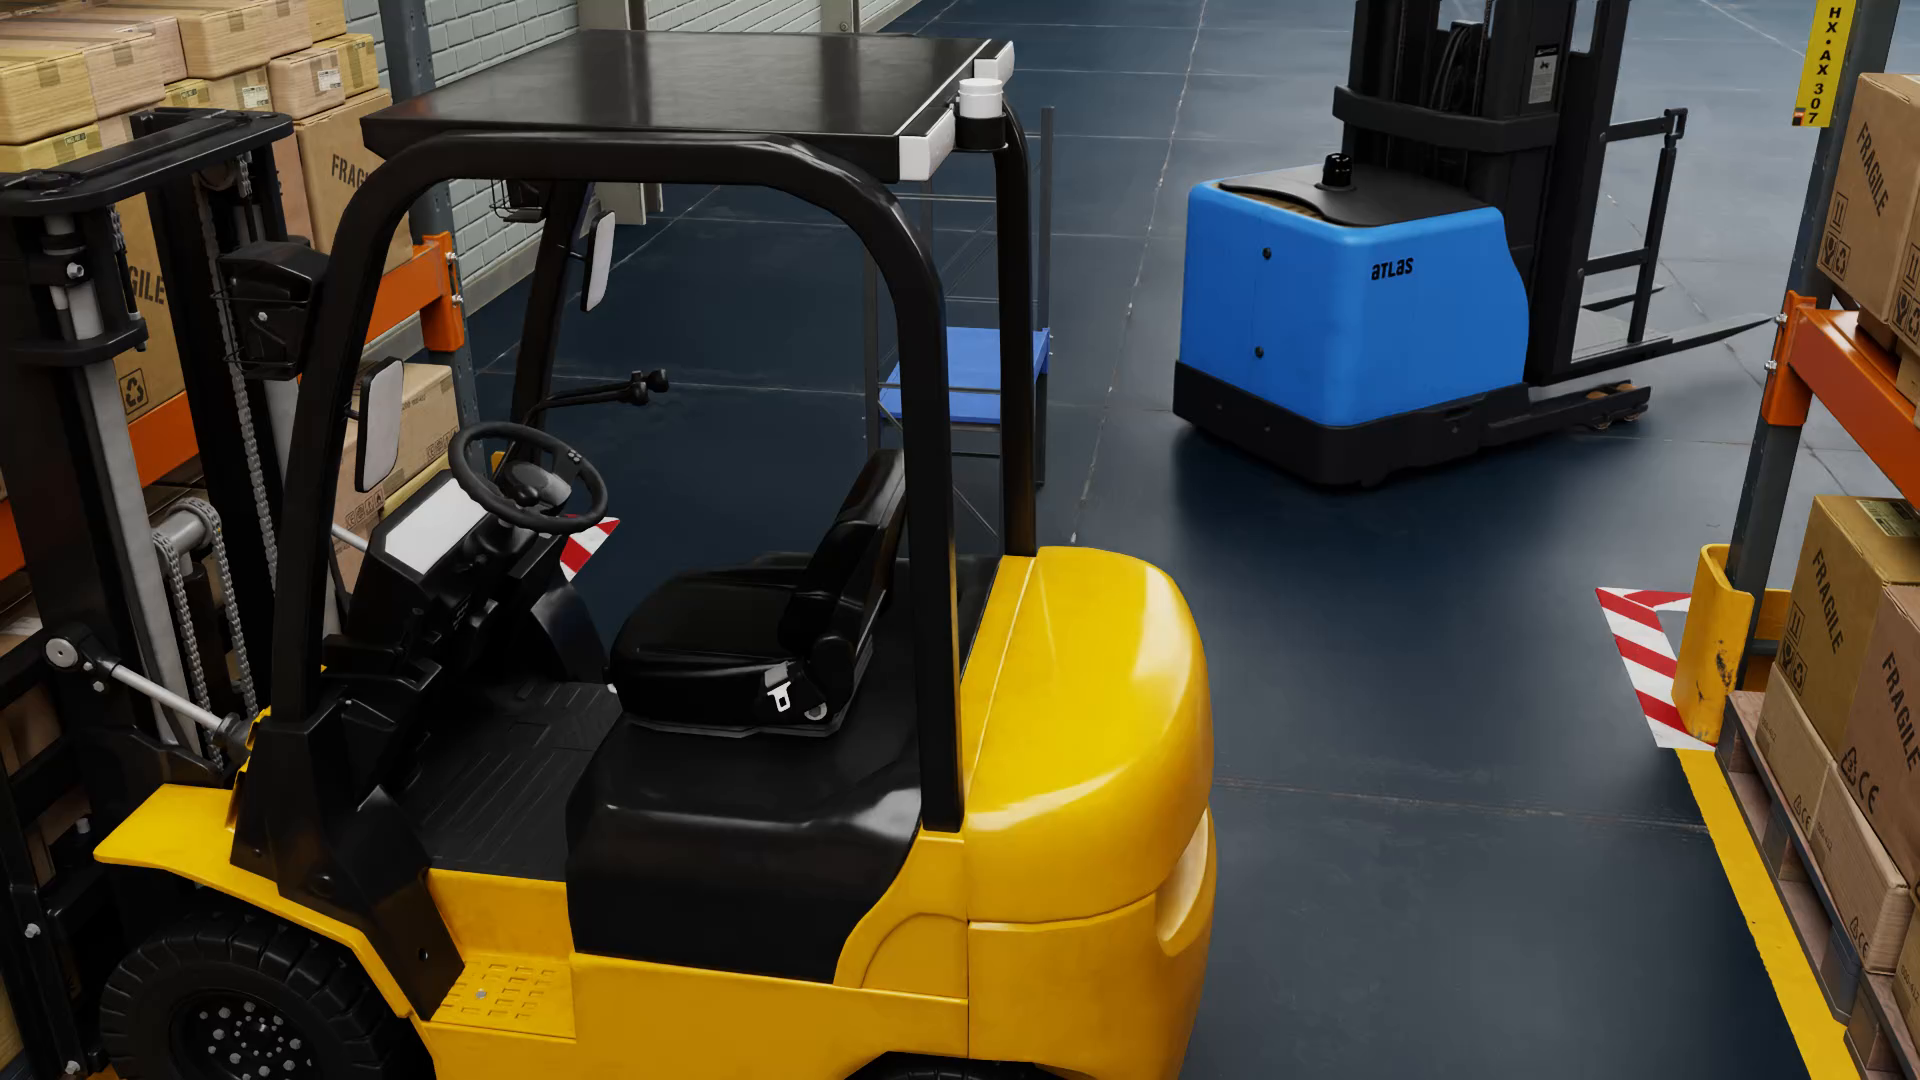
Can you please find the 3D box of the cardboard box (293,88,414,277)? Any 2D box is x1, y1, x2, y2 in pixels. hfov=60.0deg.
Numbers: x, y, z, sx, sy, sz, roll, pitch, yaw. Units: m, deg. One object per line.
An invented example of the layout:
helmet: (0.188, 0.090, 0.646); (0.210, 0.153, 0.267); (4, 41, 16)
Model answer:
cardboard box: (-1.918, -0.982, 4.691); (0.500, 0.500, 0.500); (3, 25, 7)

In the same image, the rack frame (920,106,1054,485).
rack frame: (0.097, -0.928, 6.462); (0.500, 1.500, 0.032); (4, 25, 9)

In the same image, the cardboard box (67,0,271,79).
cardboard box: (-1.973, -1.253, 4.155); (0.380, 0.149, 0.250); (5, 25, 10)

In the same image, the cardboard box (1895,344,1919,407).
cardboard box: (2.390, -0.365, 3.787); (0.380, 0.149, 0.250); (3, 25, 7)

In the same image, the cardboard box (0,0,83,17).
cardboard box: (-2.468, -1.290, 4.234); (0.380, 0.149, 0.250); (4, 25, 10)

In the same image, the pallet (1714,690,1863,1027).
pallet: (2.621, 0.814, 4.262); (1.003, 0.211, 1.213); (4, 25, 9)

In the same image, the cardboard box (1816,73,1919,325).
cardboard box: (2.450, -0.819, 3.993); (0.500, 0.500, 0.500); (4, 25, 8)

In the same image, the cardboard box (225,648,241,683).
cardboard box: (-2.024, 0.320, 4.186); (0.500, 0.250, 0.500); (3, 25, 7)

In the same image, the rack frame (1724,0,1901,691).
rack frame: (2.801, -0.818, 4.459); (1.000, 3.000, 0.127); (4, 25, 9)

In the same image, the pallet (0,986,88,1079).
pallet: (-2.382, 0.934, 4.005); (1.003, 0.211, 1.213); (4, 25, 9)

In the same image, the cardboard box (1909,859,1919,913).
cardboard box: (2.221, 0.654, 3.178); (0.500, 0.500, 0.500); (5, 25, 10)

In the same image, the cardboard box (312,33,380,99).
cardboard box: (-1.877, -1.335, 4.681); (0.380, 0.149, 0.250); (4, 25, 9)

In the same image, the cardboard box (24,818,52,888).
cardboard box: (-2.193, 0.740, 3.289); (0.500, 0.250, 0.500); (4, 25, 8)

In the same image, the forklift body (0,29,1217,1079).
forklift body: (-0.607, 0.144, 3.406); (2.313, 2.155, 1.214); (4, 25, 9)

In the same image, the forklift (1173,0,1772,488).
forklift: (2.456, -1.985, 7.034); (3.031, 2.935, 1.130); (-15, 29, -28)

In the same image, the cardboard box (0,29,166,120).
cardboard box: (-2.020, -1.037, 3.694); (0.380, 0.149, 0.250); (5, 25, 10)

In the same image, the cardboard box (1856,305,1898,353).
cardboard box: (2.541, -0.576, 4.240); (0.380, 0.149, 0.250); (4, 25, 9)

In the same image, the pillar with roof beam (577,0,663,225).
pillar with roof beam: (2.128, -5.860, 8.154); (9.100, 9.000, 0.400); (4, 25, 9)

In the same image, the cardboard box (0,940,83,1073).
cardboard box: (-2.209, 0.959, 3.411); (0.500, 0.250, 0.500); (4, 25, 9)

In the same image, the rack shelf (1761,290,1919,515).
rack shelf: (2.474, 0.344, 2.825); (1.077, 0.370, 4.000); (4, 25, 9)

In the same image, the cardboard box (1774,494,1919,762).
cardboard box: (2.393, 0.226, 4.093); (0.500, 0.500, 0.500); (3, 25, 7)

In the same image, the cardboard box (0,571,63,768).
cardboard box: (-2.105, 0.293, 3.654); (0.500, 0.250, 0.500); (4, 25, 7)

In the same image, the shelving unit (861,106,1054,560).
shelving unit: (0.014, -0.715, 6.008); (0.538, 1.500, 1.048); (4, 25, 9)

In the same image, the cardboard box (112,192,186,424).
cardboard box: (-2.096, -0.551, 3.771); (0.500, 0.500, 0.500); (4, 25, 8)

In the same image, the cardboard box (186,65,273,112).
cardboard box: (-1.992, -1.122, 4.225); (0.380, 0.149, 0.250); (4, 25, 10)

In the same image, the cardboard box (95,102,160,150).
cardboard box: (-2.041, -0.904, 3.760); (0.380, 0.149, 0.250); (3, 25, 7)

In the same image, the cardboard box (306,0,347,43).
cardboard box: (-1.948, -1.470, 4.618); (0.380, 0.149, 0.250); (4, 25, 9)

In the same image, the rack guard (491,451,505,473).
rack guard: (-2.093, -0.038, 5.742); (1.175, 0.500, 0.348); (4, 25, 9)

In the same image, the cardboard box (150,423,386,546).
cardboard box: (-1.942, -0.130, 4.558); (0.500, 0.250, 0.500); (4, 25, 9)

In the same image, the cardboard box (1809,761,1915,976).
cardboard box: (2.305, 0.768, 3.818); (0.500, 0.250, 0.500); (5, 26, 10)

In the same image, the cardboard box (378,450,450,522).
cardboard box: (-1.868, -0.106, 5.097); (0.500, 0.250, 0.500); (4, 25, 8)
